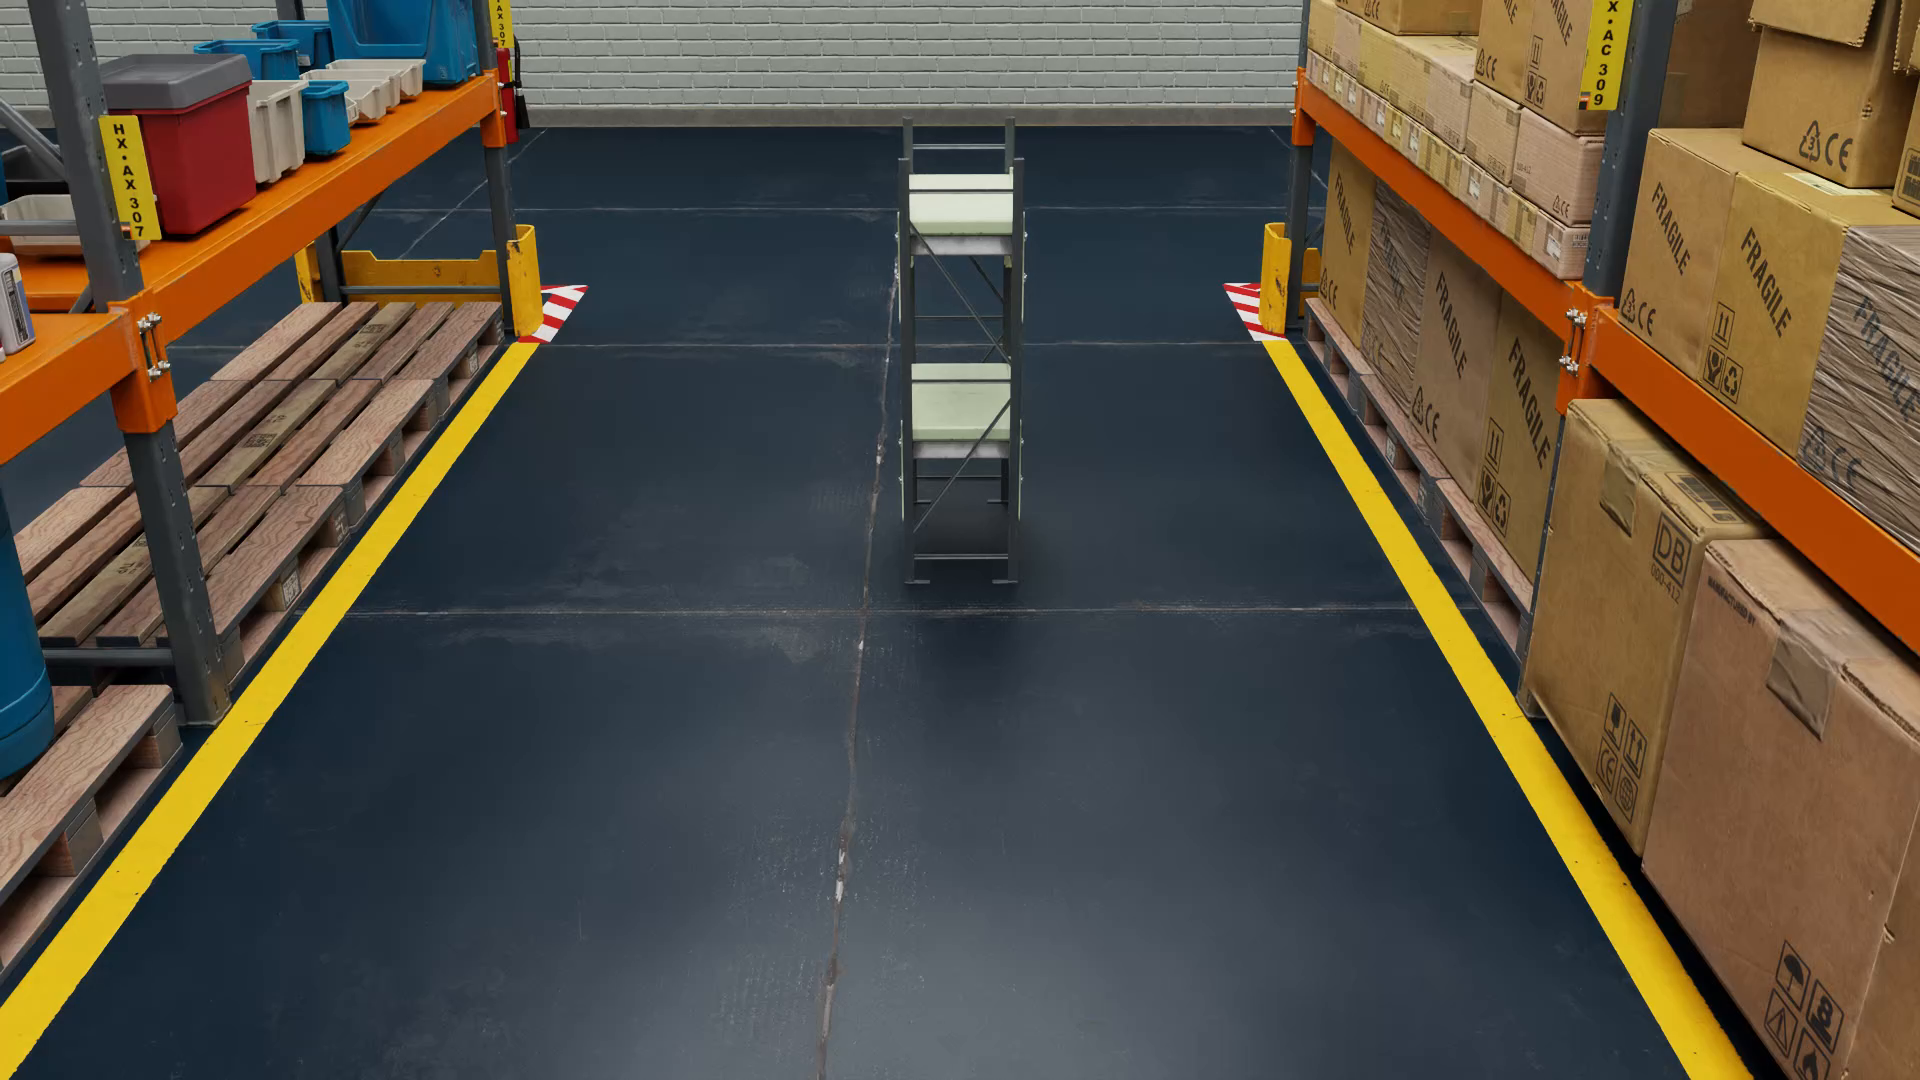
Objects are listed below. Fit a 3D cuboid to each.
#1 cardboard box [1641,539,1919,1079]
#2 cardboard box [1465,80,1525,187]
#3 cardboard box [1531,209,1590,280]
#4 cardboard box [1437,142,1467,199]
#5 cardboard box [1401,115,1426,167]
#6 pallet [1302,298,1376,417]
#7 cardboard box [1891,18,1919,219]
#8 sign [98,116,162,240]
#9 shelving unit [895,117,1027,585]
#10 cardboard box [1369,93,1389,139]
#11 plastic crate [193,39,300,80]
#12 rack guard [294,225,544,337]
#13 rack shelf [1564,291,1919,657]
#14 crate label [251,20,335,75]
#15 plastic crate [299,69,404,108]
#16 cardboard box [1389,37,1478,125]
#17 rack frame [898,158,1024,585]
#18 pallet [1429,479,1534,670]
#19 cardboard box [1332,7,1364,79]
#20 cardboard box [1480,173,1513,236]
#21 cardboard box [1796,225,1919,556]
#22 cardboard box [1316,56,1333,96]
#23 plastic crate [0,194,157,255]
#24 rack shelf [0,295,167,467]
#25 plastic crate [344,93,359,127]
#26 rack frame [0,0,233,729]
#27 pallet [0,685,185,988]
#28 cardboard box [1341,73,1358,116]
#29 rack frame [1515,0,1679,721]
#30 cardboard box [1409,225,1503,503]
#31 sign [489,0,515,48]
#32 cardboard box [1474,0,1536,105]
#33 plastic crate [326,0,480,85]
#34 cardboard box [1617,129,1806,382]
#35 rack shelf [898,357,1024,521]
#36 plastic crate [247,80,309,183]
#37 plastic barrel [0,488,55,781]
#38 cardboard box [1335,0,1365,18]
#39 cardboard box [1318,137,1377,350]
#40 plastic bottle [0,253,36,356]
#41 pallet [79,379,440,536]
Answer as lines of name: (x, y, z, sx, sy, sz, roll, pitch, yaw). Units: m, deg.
cardboard box: (2.256, 0.563, 3.434, 1.225, 0.875, 0.875, -1, 24, -2)
cardboard box: (1.943, -1.307, 5.320, 0.500, 0.250, 0.500, 0, 24, 1)
cardboard box: (1.888, -0.855, 4.806, 0.380, 0.149, 0.250, 0, 24, 0)
cardboard box: (1.876, -1.279, 5.743, 0.380, 0.149, 0.250, 0, 24, 0)
cardboard box: (1.872, -1.490, 6.209, 0.380, 0.149, 0.250, 0, 24, 0)
pallet: (2.262, -0.894, 7.971, 1.003, 0.211, 1.213, 0, 24, -1)
cardboard box: (2.230, -0.802, 3.045, 0.797, 0.503, 0.637, 0, 24, 0)
sign: (-2.184, -0.951, 4.377, 0.100, 0.325, 0.005, 0, 24, -1)
shelving unit: (0.000, -0.681, 5.935, 0.431, 1.500, 0.755, 0, 24, -1)
cardboard box: (1.865, -1.702, 6.677, 0.380, 0.149, 0.250, -1, 24, -1)
plastic crate: (-3.097, -2.048, 7.269, 0.416, 0.233, 0.300, 0, 24, -1)
rack guard: (-2.791, -1.342, 8.611, 1.175, 0.500, 0.348, 0, 24, -1)
rack shelf: (2.241, 0.306, 2.806, 1.077, 0.370, 4.000, 0, 24, -1)
crate label: (-3.104, -2.319, 7.869, 0.416, 0.233, 0.303, 0, 24, -1)
plastic crate: (-2.599, -1.924, 7.111, 0.396, 0.136, 0.243, 0, 24, -1)
cardboard box: (1.935, -1.726, 6.247, 0.500, 0.250, 0.500, -1, 24, -2)
rack frame: (0.004, -0.530, 5.601, 0.400, 1.500, 0.023, 0, 24, -1)
pallet: (2.289, 0.111, 5.748, 1.003, 0.211, 1.213, 0, 24, -1)
cardboard box: (1.923, -2.148, 7.180, 0.500, 0.250, 0.500, -1, 24, -1)
cardboard box: (1.882, -1.067, 5.274, 0.380, 0.149, 0.250, -1, 24, -1)
cardboard box: (1.985, -0.287, 3.123, 0.500, 0.500, 0.500, -1, 24, -2)
cardboard box: (1.853, -2.126, 7.615, 0.380, 0.149, 0.250, -1, 24, -1)
plastic crate: (-2.596, -0.923, 4.898, 0.396, 0.136, 0.243, 0, 24, -1)
rack shelf: (-2.712, 0.329, 2.756, 1.077, 0.370, 4.000, 0, 24, -1)
plastic crate: (-2.550, -1.687, 6.588, 0.298, 0.136, 0.250, 0, 24, -1)
rack frame: (-2.734, -0.823, 4.430, 1.000, 3.000, 0.127, 0, 24, -1)
pallet: (-2.767, 0.765, 4.301, 1.003, 0.211, 1.213, 0, 24, -1)
cardboard box: (1.860, -1.913, 7.144, 0.380, 0.149, 0.250, -1, 24, -1)
rack frame: (2.219, -0.846, 4.479, 1.000, 3.000, 0.127, 0, 24, -1)
cardboard box: (2.282, -0.712, 6.253, 0.875, 0.875, 0.875, 0, 24, -1)
sign: (-2.228, -2.555, 8.061, 0.100, 0.325, 0.005, 0, 24, -1)
cardboard box: (1.945, -1.649, 5.167, 0.500, 0.500, 0.500, 0, 24, 0)
plastic crate: (-2.587, -2.378, 7.752, 0.616, 0.435, 0.499, 0, 24, -1)
cardboard box: (1.974, -0.700, 4.037, 0.500, 0.500, 0.500, 0, 24, 0)
rack shelf: (0.000, -0.384, 6.069, 0.431, 0.370, 0.720, 0, 24, -1)
plastic crate: (-2.566, -1.427, 5.835, 0.437, 0.282, 0.530, 0, 24, -1)
plastic barrel: (-2.745, 0.166, 4.280, 0.600, 0.901, 0.708, 0, 24, -1)
cardboard box: (1.916, -2.498, 7.043, 0.500, 0.500, 0.500, -1, 24, -2)
cardboard box: (2.262, -1.454, 7.893, 0.875, 0.875, 0.875, 0, 24, -1)
plastic bottle: (-2.406, -0.606, 4.100, 0.152, 0.276, 0.135, 0, 24, -1)
pallet: (-2.797, -0.360, 6.789, 1.003, 0.211, 1.213, 0, 24, -1)
